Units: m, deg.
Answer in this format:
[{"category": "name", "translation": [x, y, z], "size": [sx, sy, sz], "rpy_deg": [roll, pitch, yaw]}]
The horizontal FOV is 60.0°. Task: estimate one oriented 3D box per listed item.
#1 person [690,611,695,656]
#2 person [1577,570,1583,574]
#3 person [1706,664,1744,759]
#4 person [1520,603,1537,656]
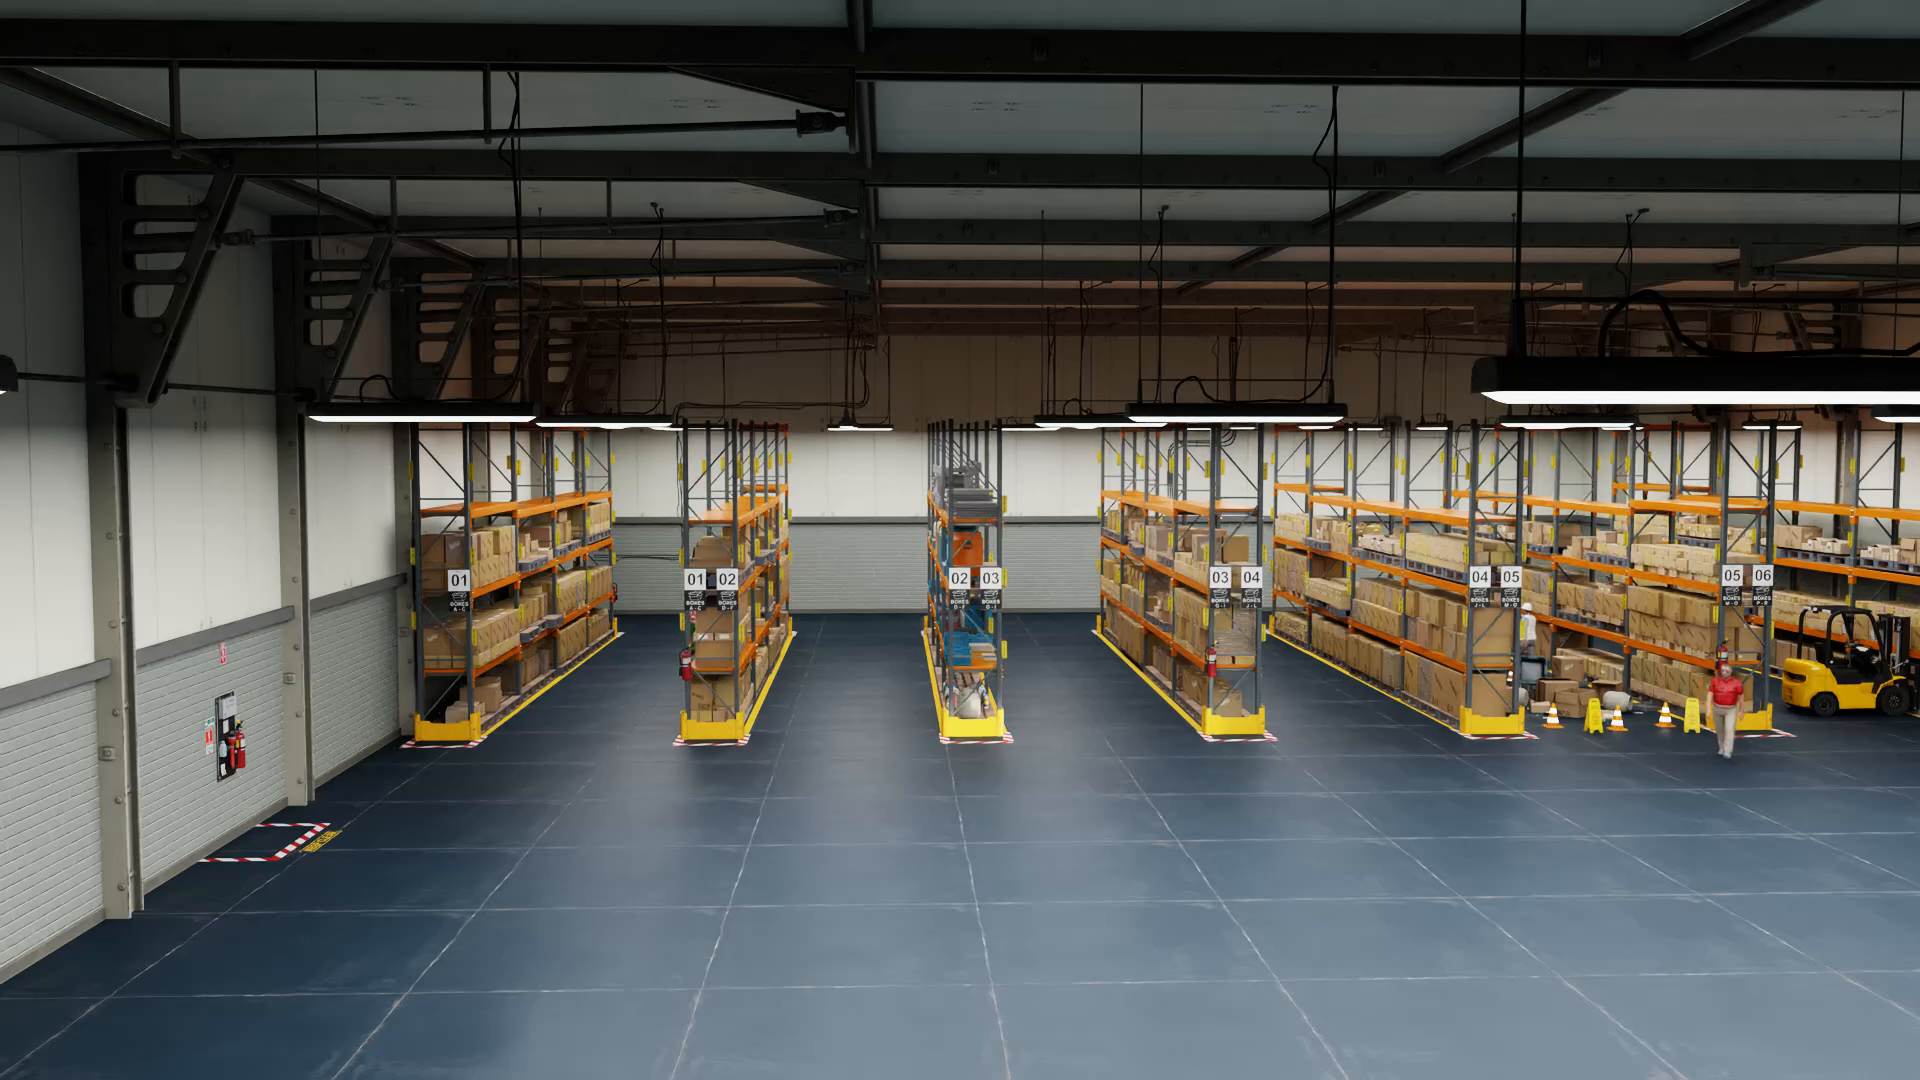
[{"category": "person", "translation": [-6.677, 2.112, 42.340], "size": [0.593, 1.785, 0.480], "rpy_deg": [0, 4, 0]}, {"category": "person", "translation": [18.634, 1.708, 49.905], "size": [0.923, 1.614, 0.452], "rpy_deg": [-1, 4, -10]}, {"category": "person", "translation": [13.403, 3.001, 29.186], "size": [0.564, 1.662, 1.107], "rpy_deg": [3, 5, 39]}, {"category": "person", "translation": [13.276, 2.377, 38.824], "size": [0.522, 1.813, 0.624], "rpy_deg": [-1, 4, -17]}]
